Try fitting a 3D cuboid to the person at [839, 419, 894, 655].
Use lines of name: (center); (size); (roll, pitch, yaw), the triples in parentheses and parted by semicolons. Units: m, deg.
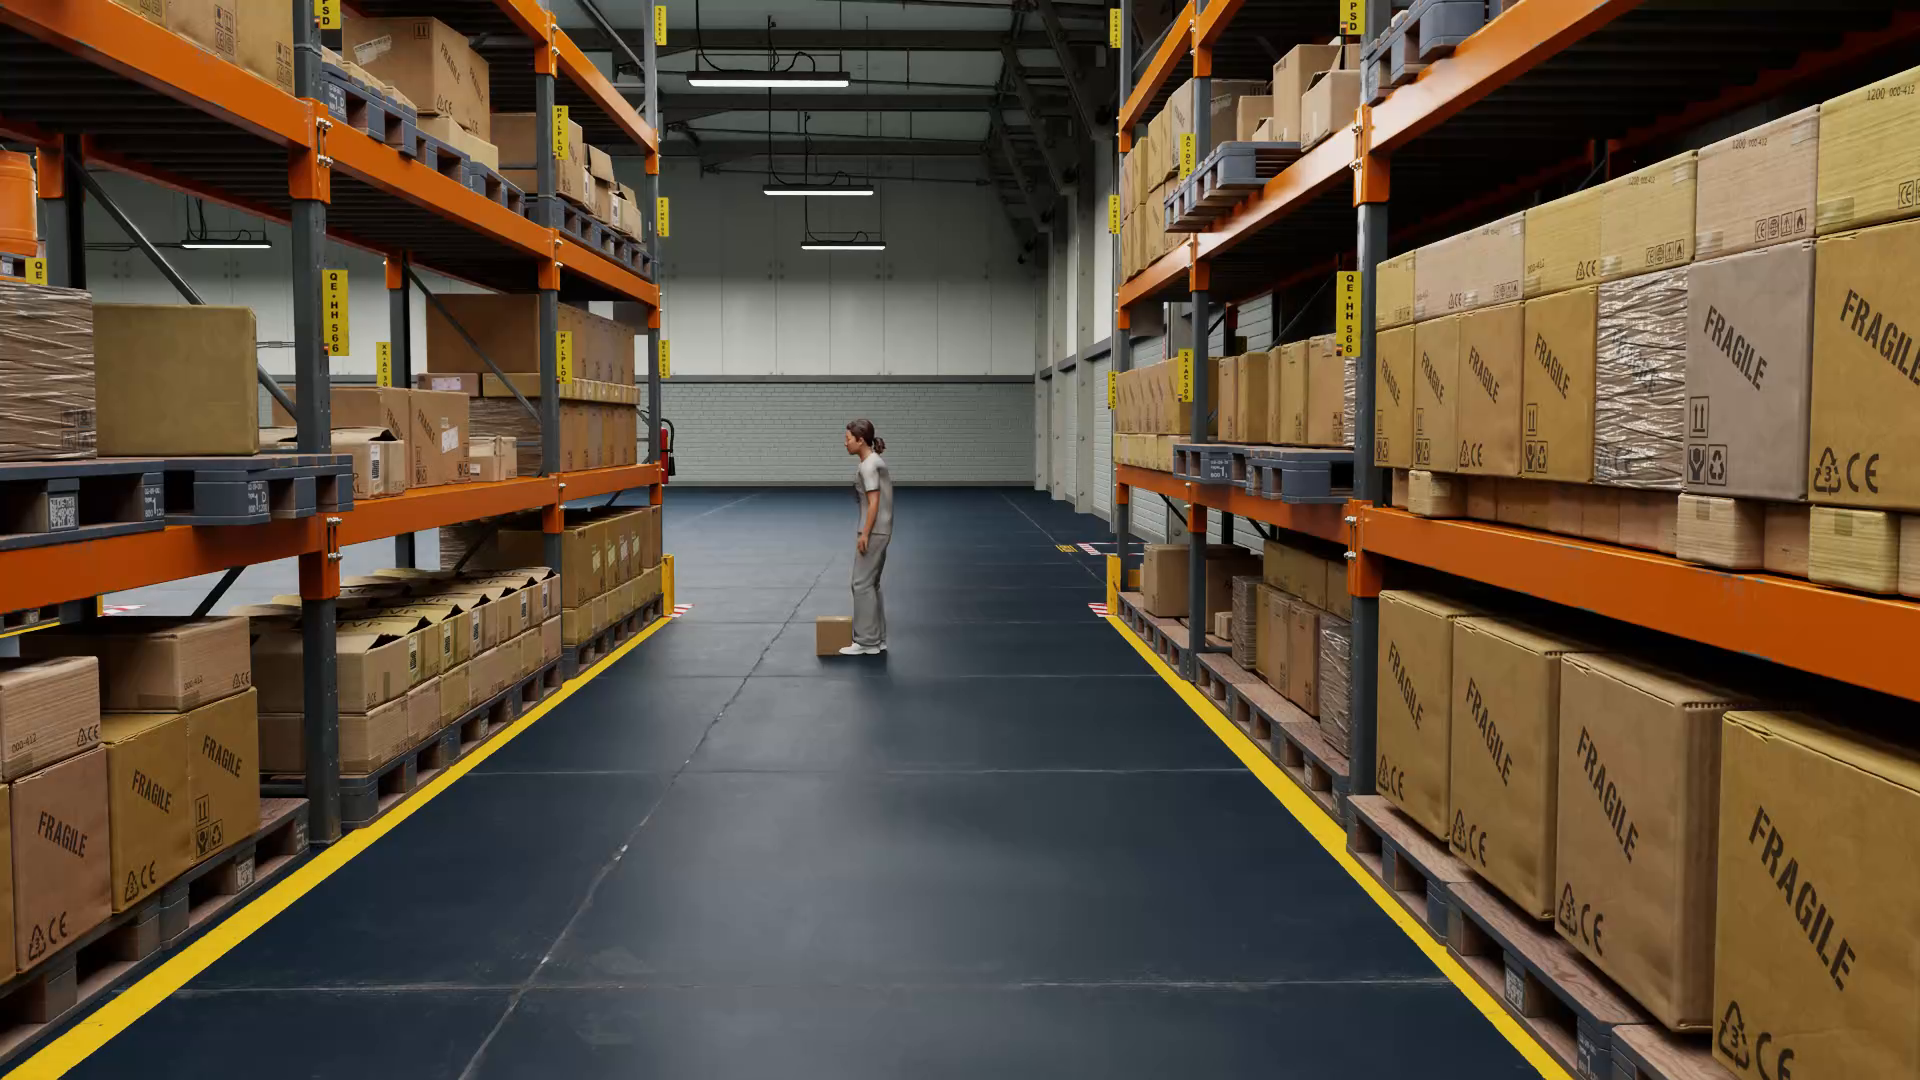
person: (-0.675, -0.027, 11.857); (0.404, 1.673, 0.492); (0, 4, -2)
